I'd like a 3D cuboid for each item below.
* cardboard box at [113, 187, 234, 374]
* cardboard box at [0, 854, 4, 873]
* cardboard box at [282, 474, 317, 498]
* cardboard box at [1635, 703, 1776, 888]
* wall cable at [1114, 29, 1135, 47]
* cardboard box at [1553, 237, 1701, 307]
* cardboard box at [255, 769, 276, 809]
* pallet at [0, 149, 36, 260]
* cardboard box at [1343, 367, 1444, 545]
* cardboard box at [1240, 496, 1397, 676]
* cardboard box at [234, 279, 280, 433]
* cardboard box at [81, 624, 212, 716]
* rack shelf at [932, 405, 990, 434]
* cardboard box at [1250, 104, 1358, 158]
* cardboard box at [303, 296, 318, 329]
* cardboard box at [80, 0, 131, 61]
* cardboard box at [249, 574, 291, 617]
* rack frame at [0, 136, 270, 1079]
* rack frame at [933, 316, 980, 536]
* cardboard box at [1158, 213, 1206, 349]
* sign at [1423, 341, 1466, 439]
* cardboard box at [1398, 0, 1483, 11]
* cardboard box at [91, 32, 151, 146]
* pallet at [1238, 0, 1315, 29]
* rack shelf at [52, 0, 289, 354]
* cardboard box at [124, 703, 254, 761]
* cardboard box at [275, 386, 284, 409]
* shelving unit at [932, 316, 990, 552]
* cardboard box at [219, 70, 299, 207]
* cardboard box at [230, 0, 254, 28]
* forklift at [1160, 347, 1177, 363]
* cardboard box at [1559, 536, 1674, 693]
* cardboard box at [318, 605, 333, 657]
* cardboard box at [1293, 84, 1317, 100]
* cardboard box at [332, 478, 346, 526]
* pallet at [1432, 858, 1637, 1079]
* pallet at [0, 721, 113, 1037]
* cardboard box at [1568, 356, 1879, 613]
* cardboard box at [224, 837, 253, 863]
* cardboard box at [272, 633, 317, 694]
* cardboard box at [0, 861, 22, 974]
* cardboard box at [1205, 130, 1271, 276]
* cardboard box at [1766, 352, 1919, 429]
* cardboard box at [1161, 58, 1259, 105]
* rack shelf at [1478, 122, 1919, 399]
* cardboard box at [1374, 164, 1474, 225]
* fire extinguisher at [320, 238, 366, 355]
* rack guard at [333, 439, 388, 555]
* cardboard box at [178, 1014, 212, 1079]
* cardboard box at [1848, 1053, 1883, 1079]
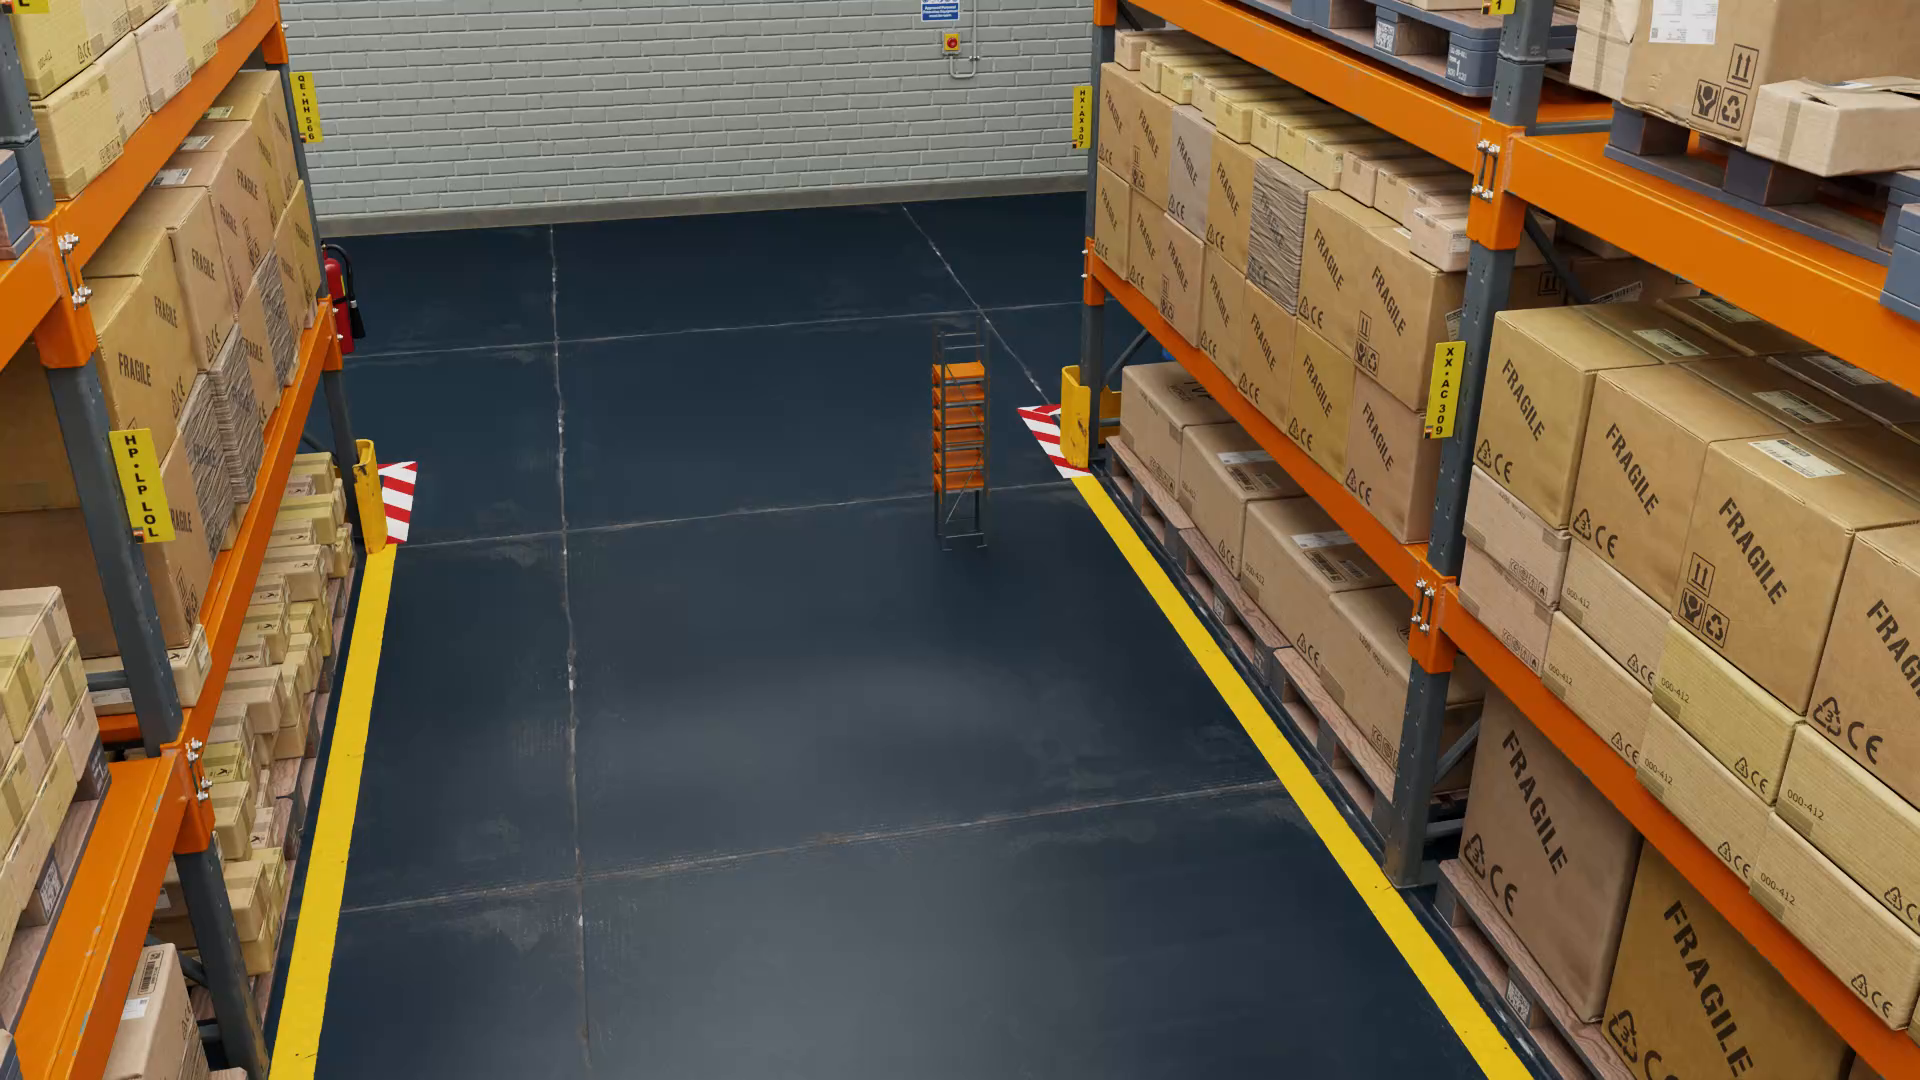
[{"bbox_3d":[-2.789,-0.863,5.580,0.500,0.500,0.500,-5,27,-11],"label":"cardboard box"},{"bbox_3d":[-2.248,0.725,3.468,0.380,0.149,0.250,-7,28,-13],"label":"cardboard box"},{"bbox_3d":[-3.244,-0.180,7.815,0.380,0.149,0.250,-5,27,-11],"label":"cardboard box"},{"bbox_3d":[2.150,0.627,4.344,0.500,0.250,0.500,-6,27,-12],"label":"cardboard box"},{"bbox_3d":[1.274,-4.945,14.090,0.588,1.984,0.122,-6,27,-12],"label":"wall cable"},{"bbox_3d":[2.219,-0.838,5.860,0.500,0.500,0.500,-6,27,-11],"label":"cardboard box"},{"bbox_3d":[-2.751,1.000,6.138,0.380,0.149,0.250,-7,28,-13],"label":"cardboard box"},{"bbox_3d":[-2.674,-0.540,3.369,1.213,0.211,1.003,-6,27,-12],"label":"pallet"},{"bbox_3d":[1.737,-0.335,5.975,0.500,0.500,0.500,-6,27,-11],"label":"cardboard box"},{"bbox_3d":[1.851,0.164,7.474,0.875,0.438,0.875,-7,28,-13],"label":"cardboard box"},{"bbox_3d":[-2.922,-0.660,6.288,0.500,0.500,0.500,-5,27,-9],"label":"cardboard box"},{"bbox_3d":[-2.455,0.388,4.930,0.380,0.149,0.250,-5,27,-10],"label":"cardboard box"},{"bbox_3d":[0.003,-0.597,8.433,0.258,0.103,0.180,-6,27,-12],"label":"rack shelf"},{"bbox_3d":[1.414,-1.671,6.790,0.380,0.149,0.250,-6,27,-12],"label":"cardboard box"},{"bbox_3d":[-3.262,-1.096,7.870,0.380,0.149,0.250,-6,27,-12],"label":"cardboard box"},{"bbox_3d":[-2.692,-1.516,4.708,0.500,0.250,0.500,-6,27,-12],"label":"cardboard box"},{"bbox_3d":[-2.999,0.280,6.903,0.380,0.149,0.250,-7,28,-13],"label":"cardboard box"},{"bbox_3d":[-2.710,0.434,4.561,1.000,3.000,0.127,-6,27,-12],"label":"rack frame"},{"bbox_3d":[-0.017,-0.569,8.547,0.240,1.200,0.006,-6,27,-12],"label":"rack frame"},{"bbox_3d":[1.255,-1.230,7.746,0.500,0.500,0.500,-6,27,-12],"label":"cardboard box"},{"bbox_3d":[1.550,-0.478,5.319,0.100,0.325,0.005,-6,27,-12],"label":"sign"},{"bbox_3d":[1.634,-1.872,5.374,0.396,0.266,0.258,-5,27,-10],"label":"cardboard box"},{"bbox_3d":[-2.679,-1.287,4.809,0.500,0.250,0.500,-6,27,-12],"label":"cardboard box"},{"bbox_3d":[1.644,-2.307,6.762,1.003,0.211,1.213,-6,27,-12],"label":"pallet"},{"bbox_3d":[-3.161,-1.462,5.787,1.077,0.370,4.000,-6,27,-12],"label":"rack shelf"},{"bbox_3d":[-2.776,0.736,6.000,0.380,0.149,0.250,-7,28,-13],"label":"cardboard box"},{"bbox_3d":[-3.061,-0.646,6.979,0.380,0.149,0.250,-7,28,-14],"label":"cardboard box"},{"bbox_3d":[0.003,-0.529,8.467,0.258,1.200,0.189,-6,27,-12],"label":"shelving unit"},{"bbox_3d":[-3.266,-1.770,7.378,0.500,0.500,0.500,-7,28,-13],"label":"cardboard box"},{"bbox_3d":[-3.129,-2.198,6.614,0.500,0.250,0.500,-6,27,-12],"label":"cardboard box"},{"bbox_3d":[2.819,-2.160,9.776,3.031,2.935,1.130,8,28,15],"label":"forklift"},{"bbox_3d":[2.059,0.178,4.679,0.500,0.250,0.500,-6,27,-11],"label":"cardboard box"},{"bbox_3d":[-2.970,0.413,7.301,0.380,0.149,0.250,-7,28,-14],"label":"cardboard box"},{"bbox_3d":[1.692,-2.062,7.566,0.380,0.149,0.250,-6,27,-12],"label":"cardboard box"},{"bbox_3d":[-3.214,-0.167,8.120,0.380,0.149,0.250,-7,28,-13],"label":"cardboard box"},{"bbox_3d":[2.337,1.463,5.618,1.003,0.211,1.213,-6,27,-12],"label":"pallet"},{"bbox_3d":[-2.679,0.870,3.911,1.003,0.211,1.213,-6,27,-12],"label":"pallet"},{"bbox_3d":[2.051,-0.161,4.520,0.500,0.500,0.500,-6,27,-12],"label":"cardboard box"},{"bbox_3d":[-2.624,1.093,5.624,0.380,0.149,0.250,-6,27,-11],"label":"cardboard box"},{"bbox_3d":[-2.837,0.520,6.760,0.380,0.149,0.250,-6,27,-11],"label":"cardboard box"},{"bbox_3d":[-2.258,0.846,3.557,0.380,0.149,0.250,-7,28,-14],"label":"cardboard box"},{"bbox_3d":[1.379,-1.450,7.074,0.500,0.500,0.500,-6,27,-11],"label":"cardboard box"},{"bbox_3d":[2.559,-0.207,4.611,0.500,0.500,0.500,-5,27,-11],"label":"cardboard box"},{"bbox_3d":[1.151,-2.118,7.678,0.380,0.149,0.250,-7,28,-13],"label":"cardboard box"},{"bbox_3d":[2.541,-0.253,3.392,1.077,0.370,4.000,-6,27,-12],"label":"rack shelf"},{"bbox_3d":[1.710,-1.234,5.925,0.380,0.149,0.250,-6,27,-12],"label":"cardboard box"},{"bbox_3d":[-3.218,-1.279,8.454,0.296,0.674,0.183,-6,27,-12],"label":"fire extinguisher"},{"bbox_3d":[-3.594,-0.173,8.538,1.175,0.500,0.348,-6,27,-12],"label":"rack guard"},{"bbox_3d":[-2.298,1.662,4.437,0.500,0.500,0.500,-6,27,-13],"label":"cardboard box"},{"bbox_3d":[2.720,1.700,3.944,0.875,0.875,0.875,-6,27,-11],"label":"cardboard box"}]
